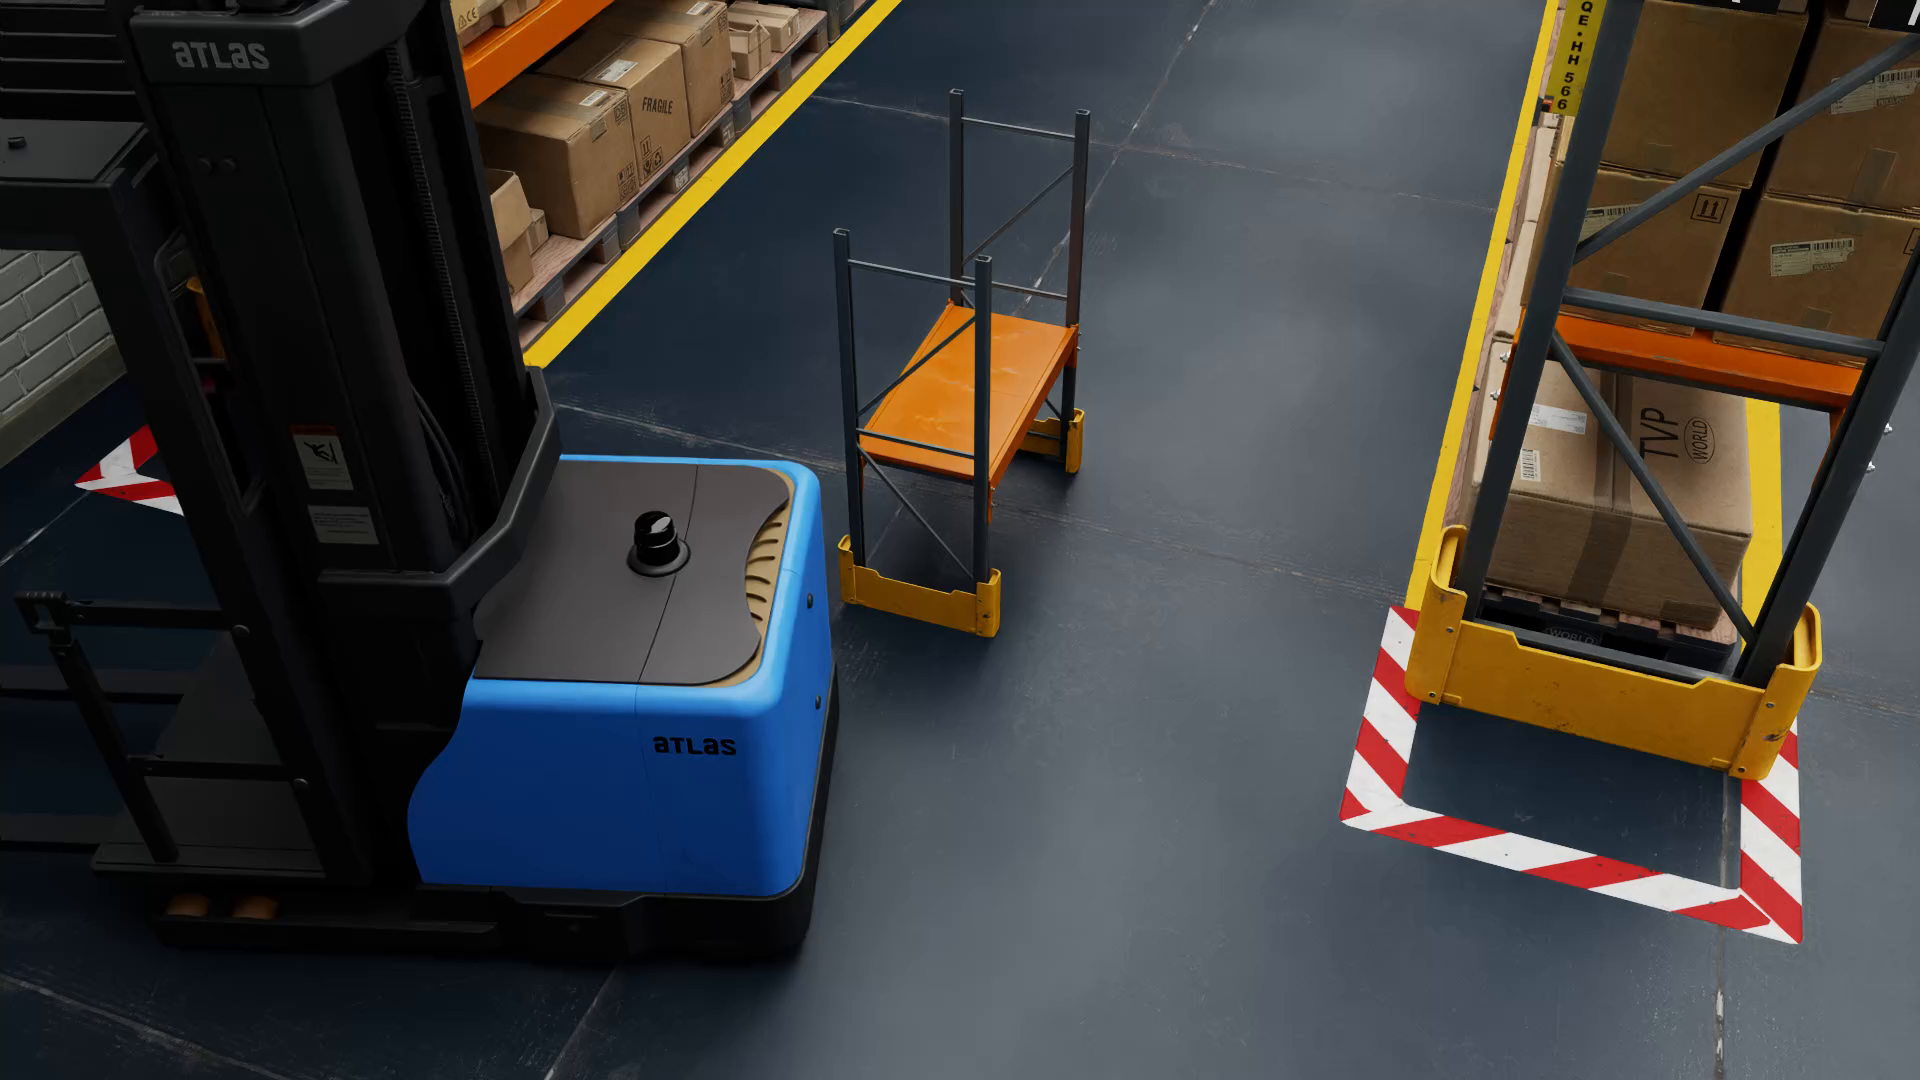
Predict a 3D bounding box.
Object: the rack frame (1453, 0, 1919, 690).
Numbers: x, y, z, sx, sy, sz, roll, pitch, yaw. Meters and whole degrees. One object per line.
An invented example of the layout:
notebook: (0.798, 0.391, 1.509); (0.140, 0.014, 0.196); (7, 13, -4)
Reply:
rack frame: (2.111, -0.603, 4.646); (1.000, 3.000, 0.127); (13, 42, 15)

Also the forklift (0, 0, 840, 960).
forklift: (-1.930, -0.265, 4.302); (3.031, 2.935, 1.130); (2, 41, 2)

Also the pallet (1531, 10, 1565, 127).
pallet: (3.672, -2.470, 8.982); (1.003, 0.211, 1.213); (13, 42, 15)

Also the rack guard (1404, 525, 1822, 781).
rack guard: (2.103, 0.362, 5.440); (1.175, 0.500, 0.348); (13, 42, 15)

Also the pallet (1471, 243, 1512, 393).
pallet: (2.730, -0.789, 7.012); (1.003, 0.211, 1.213); (13, 42, 15)

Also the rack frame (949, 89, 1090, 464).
rack frame: (0.203, -0.933, 6.188); (0.500, 1.500, 0.032); (13, 42, 15)

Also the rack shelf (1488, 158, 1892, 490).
rack shelf: (2.795, -1.550, 6.309); (1.077, 0.370, 4.000); (13, 42, 15)

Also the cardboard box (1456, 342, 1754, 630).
cardboard box: (2.243, -0.213, 5.839); (0.875, 0.438, 0.875); (12, 42, 14)

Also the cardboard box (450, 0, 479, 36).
cardboard box: (-2.146, -1.976, 6.141); (0.500, 0.250, 0.500); (14, 42, 15)

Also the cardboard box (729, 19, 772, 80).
cardboard box: (-1.223, -2.639, 8.816); (0.396, 0.266, 0.258); (15, 43, 17)

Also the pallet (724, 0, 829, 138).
pallet: (-1.423, -2.663, 9.209); (1.003, 0.211, 1.213); (13, 42, 15)

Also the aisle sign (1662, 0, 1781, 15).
aisle sign: (1.795, -1.617, 3.832); (0.394, 0.787, 0.004); (13, 42, 15)

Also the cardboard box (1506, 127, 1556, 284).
cardboard box: (2.858, -1.323, 7.140); (0.875, 0.438, 0.875); (12, 42, 14)

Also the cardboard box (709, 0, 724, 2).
cardboard box: (-1.635, -2.929, 9.120); (0.500, 0.311, 0.500); (15, 43, 17)

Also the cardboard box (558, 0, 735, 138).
cardboard box: (-1.573, -2.410, 8.366); (0.700, 0.500, 0.500); (12, 42, 13)

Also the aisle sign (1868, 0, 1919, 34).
aisle sign: (2.359, -1.484, 3.676); (0.394, 0.787, 0.004); (13, 42, 15)

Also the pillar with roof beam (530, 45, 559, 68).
pillar with roof beam: (1.773, -5.245, 5.464); (9.100, 9.000, 0.400); (13, 42, 15)

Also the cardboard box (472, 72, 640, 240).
cardboard box: (-1.928, -1.776, 7.623); (0.700, 0.500, 0.500); (15, 43, 17)

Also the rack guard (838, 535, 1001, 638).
rack guard: (-0.144, 0.162, 5.867); (0.587, 0.250, 0.087); (13, 42, 15)

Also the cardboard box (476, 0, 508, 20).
cardboard box: (-1.974, -2.283, 6.502); (0.500, 0.250, 0.500); (14, 42, 16)

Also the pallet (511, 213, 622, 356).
pallet: (-2.257, -1.175, 7.464); (1.003, 0.211, 1.213); (13, 42, 15)

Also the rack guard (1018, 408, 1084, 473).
rack guard: (0.196, -0.445, 6.579); (0.587, 0.250, 0.087); (13, 42, 15)

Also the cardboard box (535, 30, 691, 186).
cardboard box: (-1.653, -2.077, 7.975); (0.500, 0.500, 0.500); (14, 42, 16)

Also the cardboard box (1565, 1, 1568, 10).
cardboard box: (3.917, -3.343, 9.171); (0.875, 0.875, 0.875); (14, 43, 16)

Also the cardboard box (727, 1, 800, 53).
cardboard box: (-1.101, -2.813, 9.109); (0.380, 0.149, 0.250); (12, 42, 14)

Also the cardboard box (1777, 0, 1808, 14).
cardboard box: (2.046, -1.532, 4.387); (0.380, 0.149, 0.250); (14, 42, 16)

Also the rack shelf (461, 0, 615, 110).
rack shelf: (-1.871, -2.649, 7.598); (1.077, 0.370, 4.000); (13, 42, 15)

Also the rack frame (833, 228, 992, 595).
rack frame: (-0.145, -0.313, 5.461); (0.500, 1.500, 0.032); (13, 42, 15)

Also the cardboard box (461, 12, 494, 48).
cardboard box: (-2.084, -2.080, 6.571); (0.380, 0.149, 0.250); (13, 42, 15)

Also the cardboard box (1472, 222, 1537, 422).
cardboard box: (2.548, -0.773, 6.496); (0.875, 0.438, 0.875); (14, 43, 16)

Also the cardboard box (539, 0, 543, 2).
cardboard box: (-1.854, -2.384, 6.927); (0.380, 0.149, 0.250); (14, 42, 16)

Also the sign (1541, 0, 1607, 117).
sign: (1.606, -1.263, 4.345); (0.100, 0.325, 0.005); (13, 42, 15)

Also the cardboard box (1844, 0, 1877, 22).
cardboard box: (2.493, -1.424, 4.260); (0.380, 0.149, 0.250); (14, 42, 16)

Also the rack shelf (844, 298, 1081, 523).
rack shelf: (0.029, -0.486, 5.941); (0.538, 0.185, 1.000); (13, 42, 15)

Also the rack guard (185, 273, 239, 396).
rack guard: (-2.529, -0.798, 6.800); (1.175, 0.500, 0.348); (13, 42, 15)

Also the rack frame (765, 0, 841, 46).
rack frame: (-1.187, -4.143, 8.794); (1.000, 3.000, 0.127); (13, 42, 15)

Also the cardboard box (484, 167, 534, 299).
cardboard box: (-2.257, -1.265, 7.021); (0.797, 0.503, 0.637); (12, 42, 13)

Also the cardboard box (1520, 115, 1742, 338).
cardboard box: (2.027, -0.994, 5.027); (0.500, 0.500, 0.500); (14, 42, 15)

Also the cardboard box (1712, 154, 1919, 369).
cardboard box: (2.545, -0.871, 4.882); (0.500, 0.500, 0.500); (13, 42, 15)

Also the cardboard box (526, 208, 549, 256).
cardboard box: (-2.075, -1.381, 7.430); (0.380, 0.149, 0.250); (12, 42, 13)

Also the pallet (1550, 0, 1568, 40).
pallet: (4.087, -3.216, 9.857); (1.003, 0.211, 1.213); (13, 42, 15)

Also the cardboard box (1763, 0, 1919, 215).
cardboard box: (2.543, -1.251, 4.558); (0.500, 0.500, 0.500); (12, 42, 14)

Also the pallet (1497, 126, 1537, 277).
pallet: (3.145, -1.536, 7.888); (1.003, 0.211, 1.213); (13, 42, 15)

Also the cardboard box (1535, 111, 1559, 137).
cardboard box: (3.163, -1.869, 7.780); (0.875, 0.438, 0.875); (13, 42, 14)

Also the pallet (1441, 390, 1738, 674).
pallet: (2.311, -0.048, 6.143); (1.003, 0.211, 1.213); (13, 42, 15)

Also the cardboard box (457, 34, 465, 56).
cardboard box: (-2.141, -1.912, 6.374); (0.380, 0.149, 0.250); (14, 43, 16)

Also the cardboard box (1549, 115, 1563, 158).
cardboard box: (2.380, -1.613, 5.753); (0.500, 0.500, 0.500); (14, 43, 16)

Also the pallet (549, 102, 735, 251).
pallet: (-1.838, -1.916, 8.334); (1.003, 0.211, 1.213); (13, 42, 15)

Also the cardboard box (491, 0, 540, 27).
cardboard box: (-1.940, -2.221, 6.736); (0.380, 0.149, 0.250); (15, 43, 16)

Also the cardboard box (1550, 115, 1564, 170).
cardboard box: (2.213, -1.297, 5.382); (0.500, 0.500, 0.500); (12, 42, 14)

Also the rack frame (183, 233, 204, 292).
rack frame: (-2.555, -1.703, 5.935); (1.000, 3.000, 0.127); (13, 42, 15)

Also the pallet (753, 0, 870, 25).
pallet: (-0.944, -3.586, 10.291); (1.003, 0.211, 1.213); (13, 42, 15)

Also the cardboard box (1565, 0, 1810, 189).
cardboard box: (2.052, -1.369, 4.696); (0.500, 0.500, 0.500); (15, 43, 16)

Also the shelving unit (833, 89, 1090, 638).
shelving unit: (0.026, -0.617, 5.818); (0.587, 1.500, 1.083); (13, 42, 15)
